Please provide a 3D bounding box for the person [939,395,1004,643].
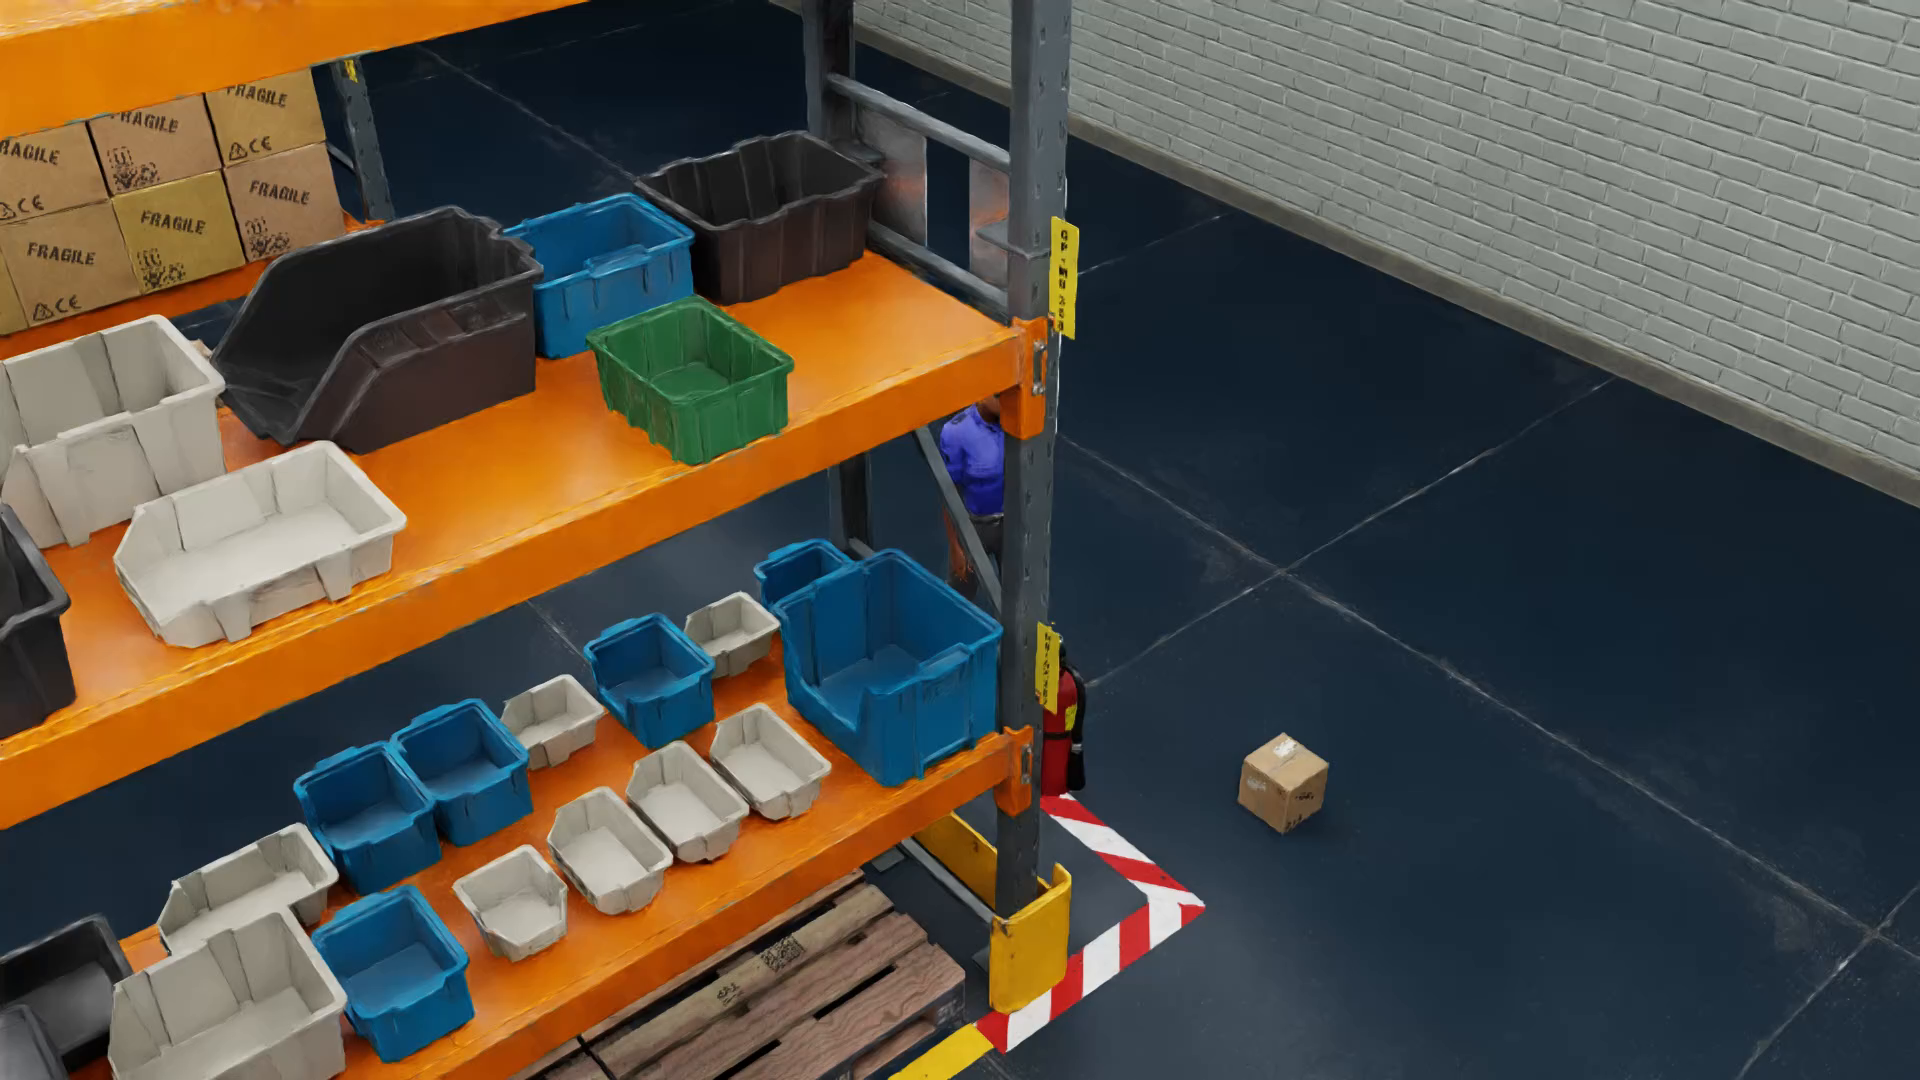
[{"bbox_3d":[0.110,-0.051,7.125,0.613,1.666,0.384,-12,38,-15],"label":"person"}]
